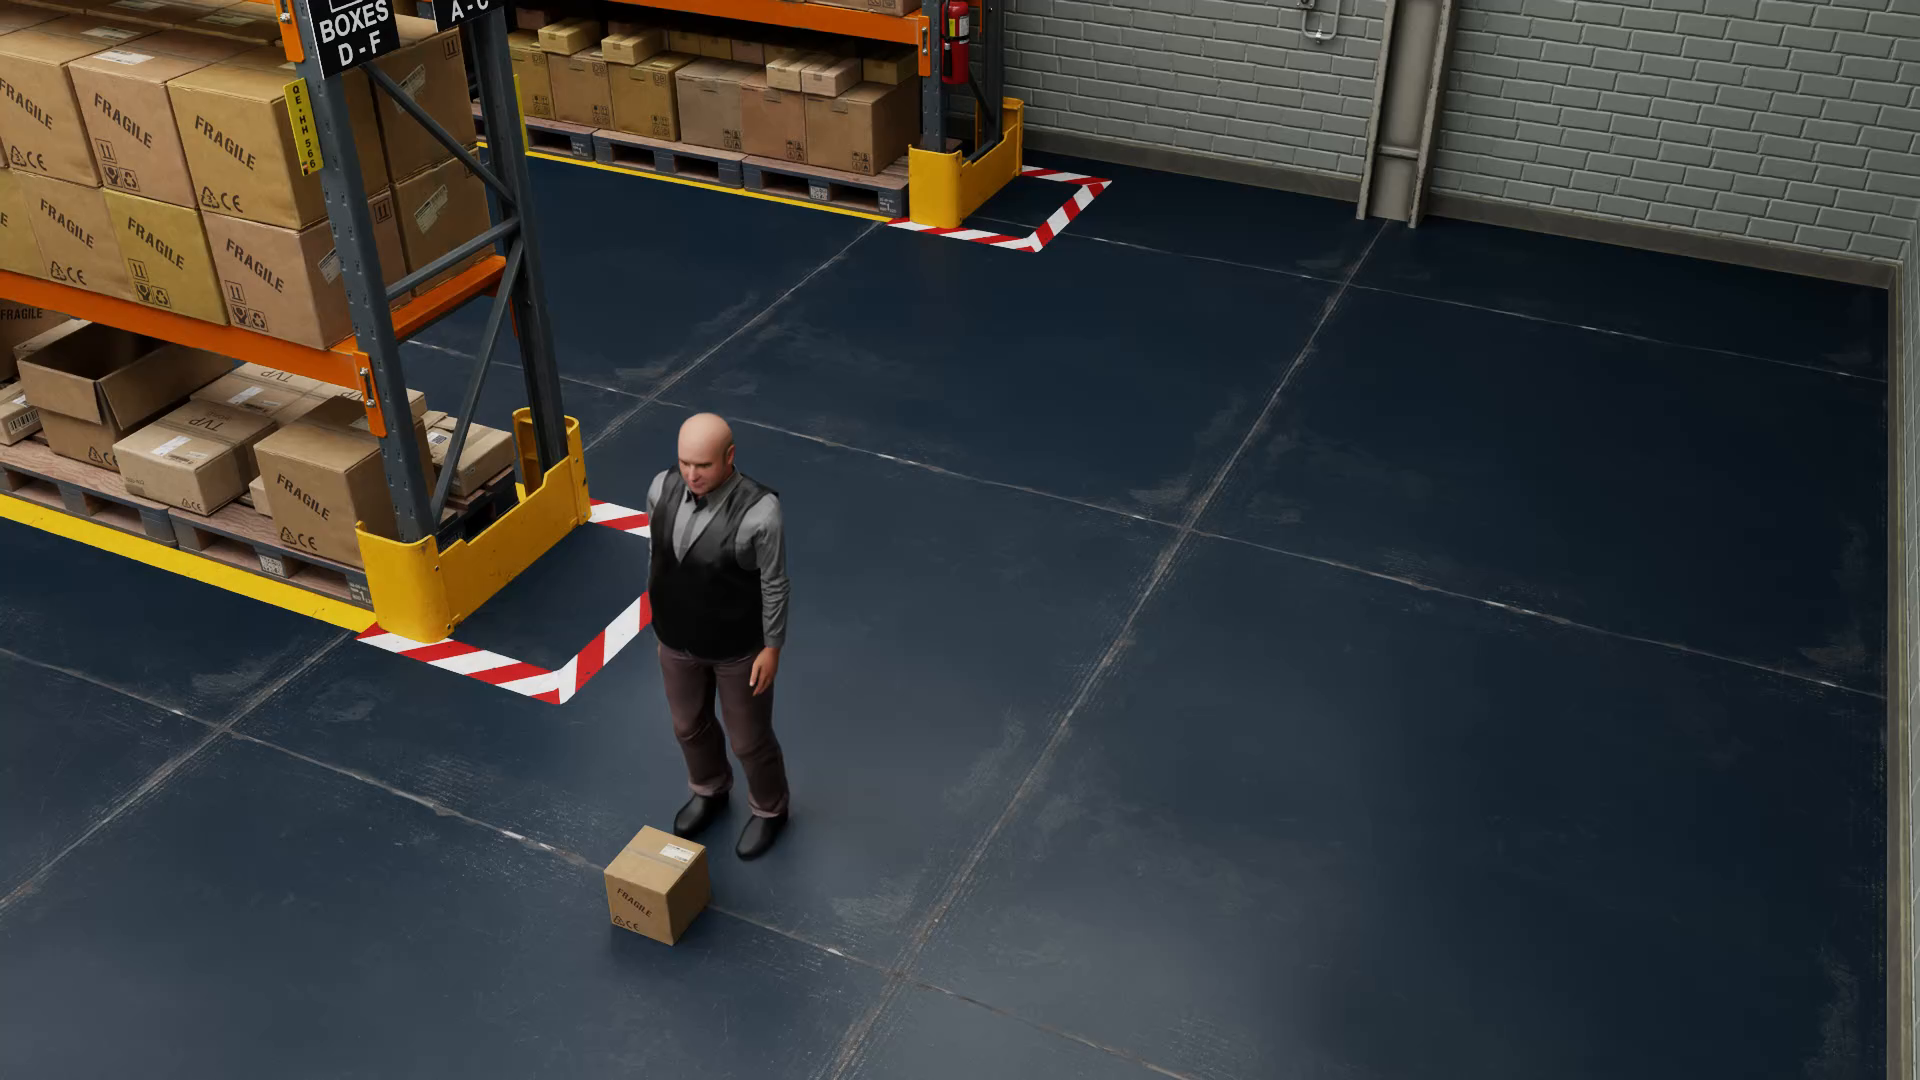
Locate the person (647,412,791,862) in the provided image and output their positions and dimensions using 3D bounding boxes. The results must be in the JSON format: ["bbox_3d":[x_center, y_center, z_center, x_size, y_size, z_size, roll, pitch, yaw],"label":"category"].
[{"bbox_3d":[-0.815,0.342,5.666,0.533,1.722,0.352,15,36,21],"label":"person"}]
